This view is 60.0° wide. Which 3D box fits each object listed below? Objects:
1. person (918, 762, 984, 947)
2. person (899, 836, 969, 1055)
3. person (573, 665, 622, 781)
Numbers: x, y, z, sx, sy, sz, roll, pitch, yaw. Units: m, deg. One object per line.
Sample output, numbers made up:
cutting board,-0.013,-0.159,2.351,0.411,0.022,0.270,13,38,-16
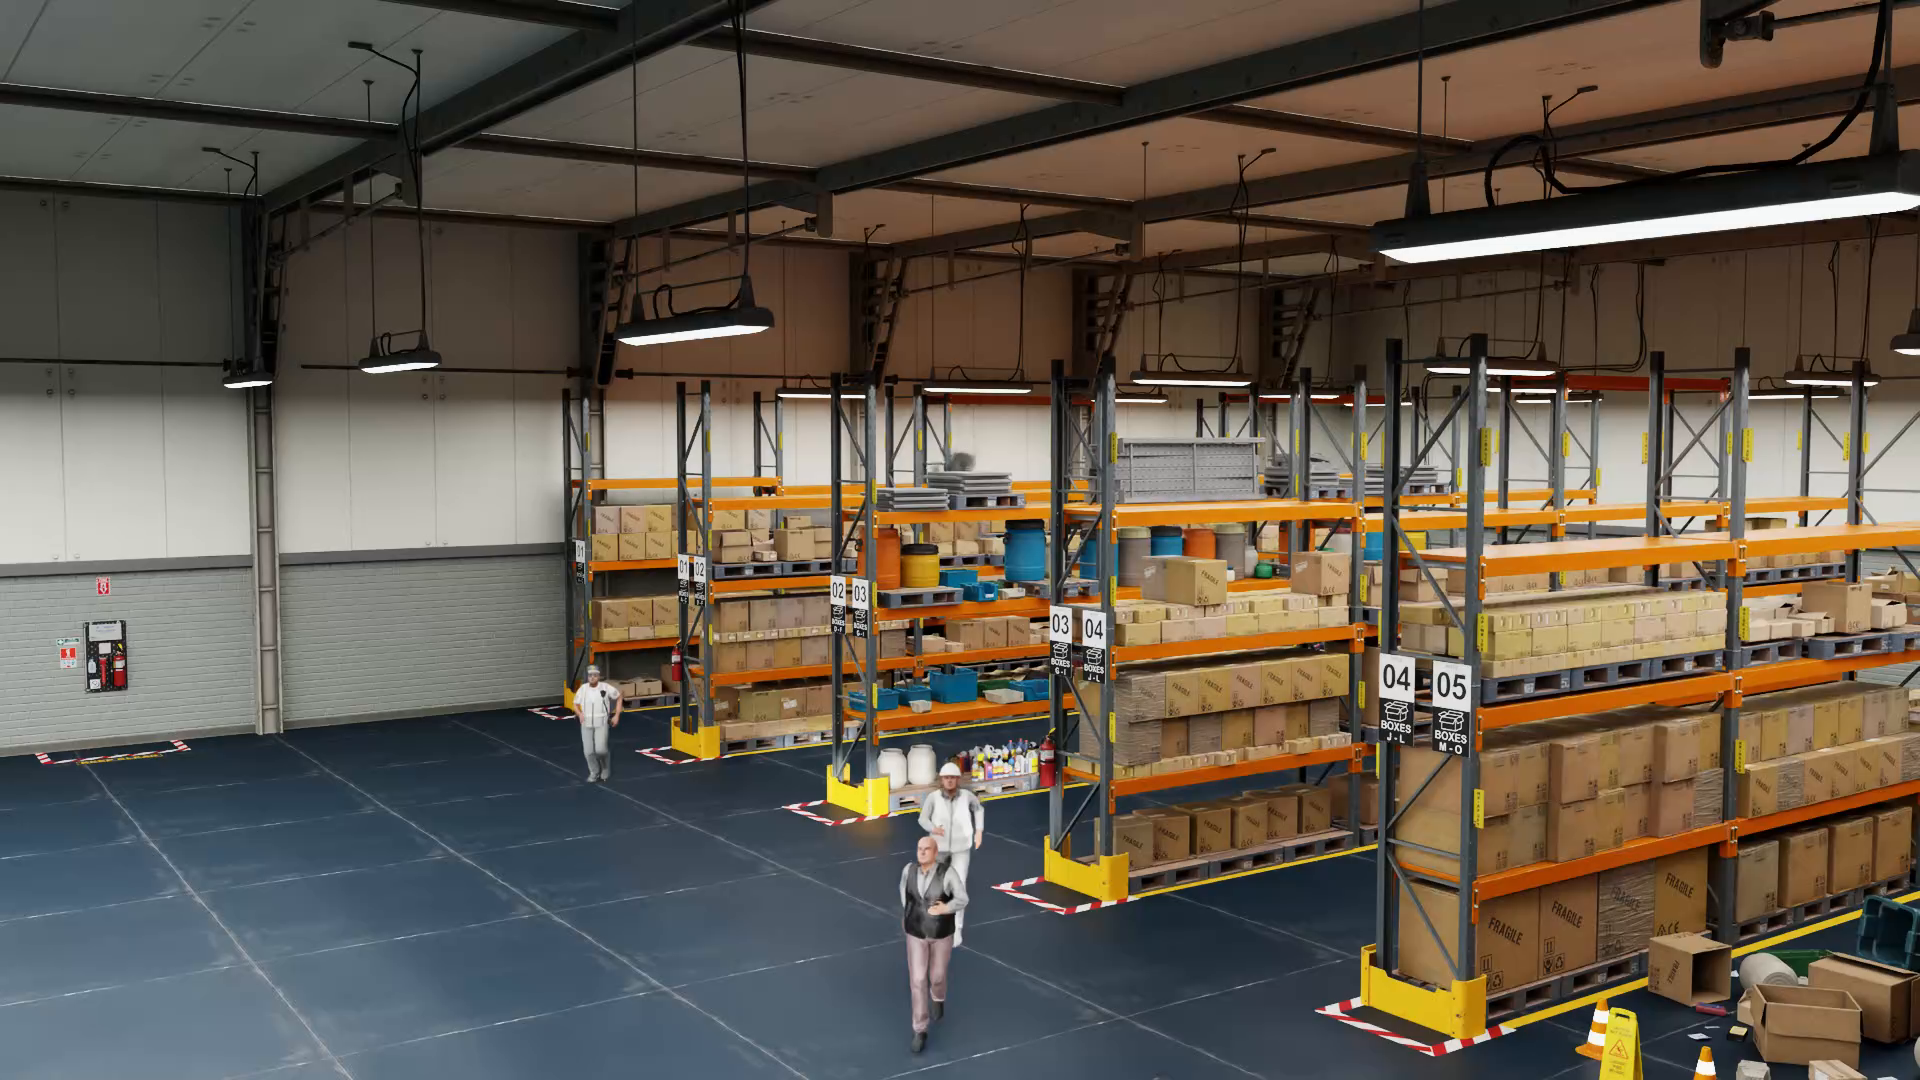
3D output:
person,-0.091,3.183,17.096,0.674,1.824,0.826,0,4,2
person,-0.235,3.388,14.211,0.643,1.746,0.894,1,4,8
person,-5.368,2.714,24.523,0.702,1.749,0.617,0,4,-2
